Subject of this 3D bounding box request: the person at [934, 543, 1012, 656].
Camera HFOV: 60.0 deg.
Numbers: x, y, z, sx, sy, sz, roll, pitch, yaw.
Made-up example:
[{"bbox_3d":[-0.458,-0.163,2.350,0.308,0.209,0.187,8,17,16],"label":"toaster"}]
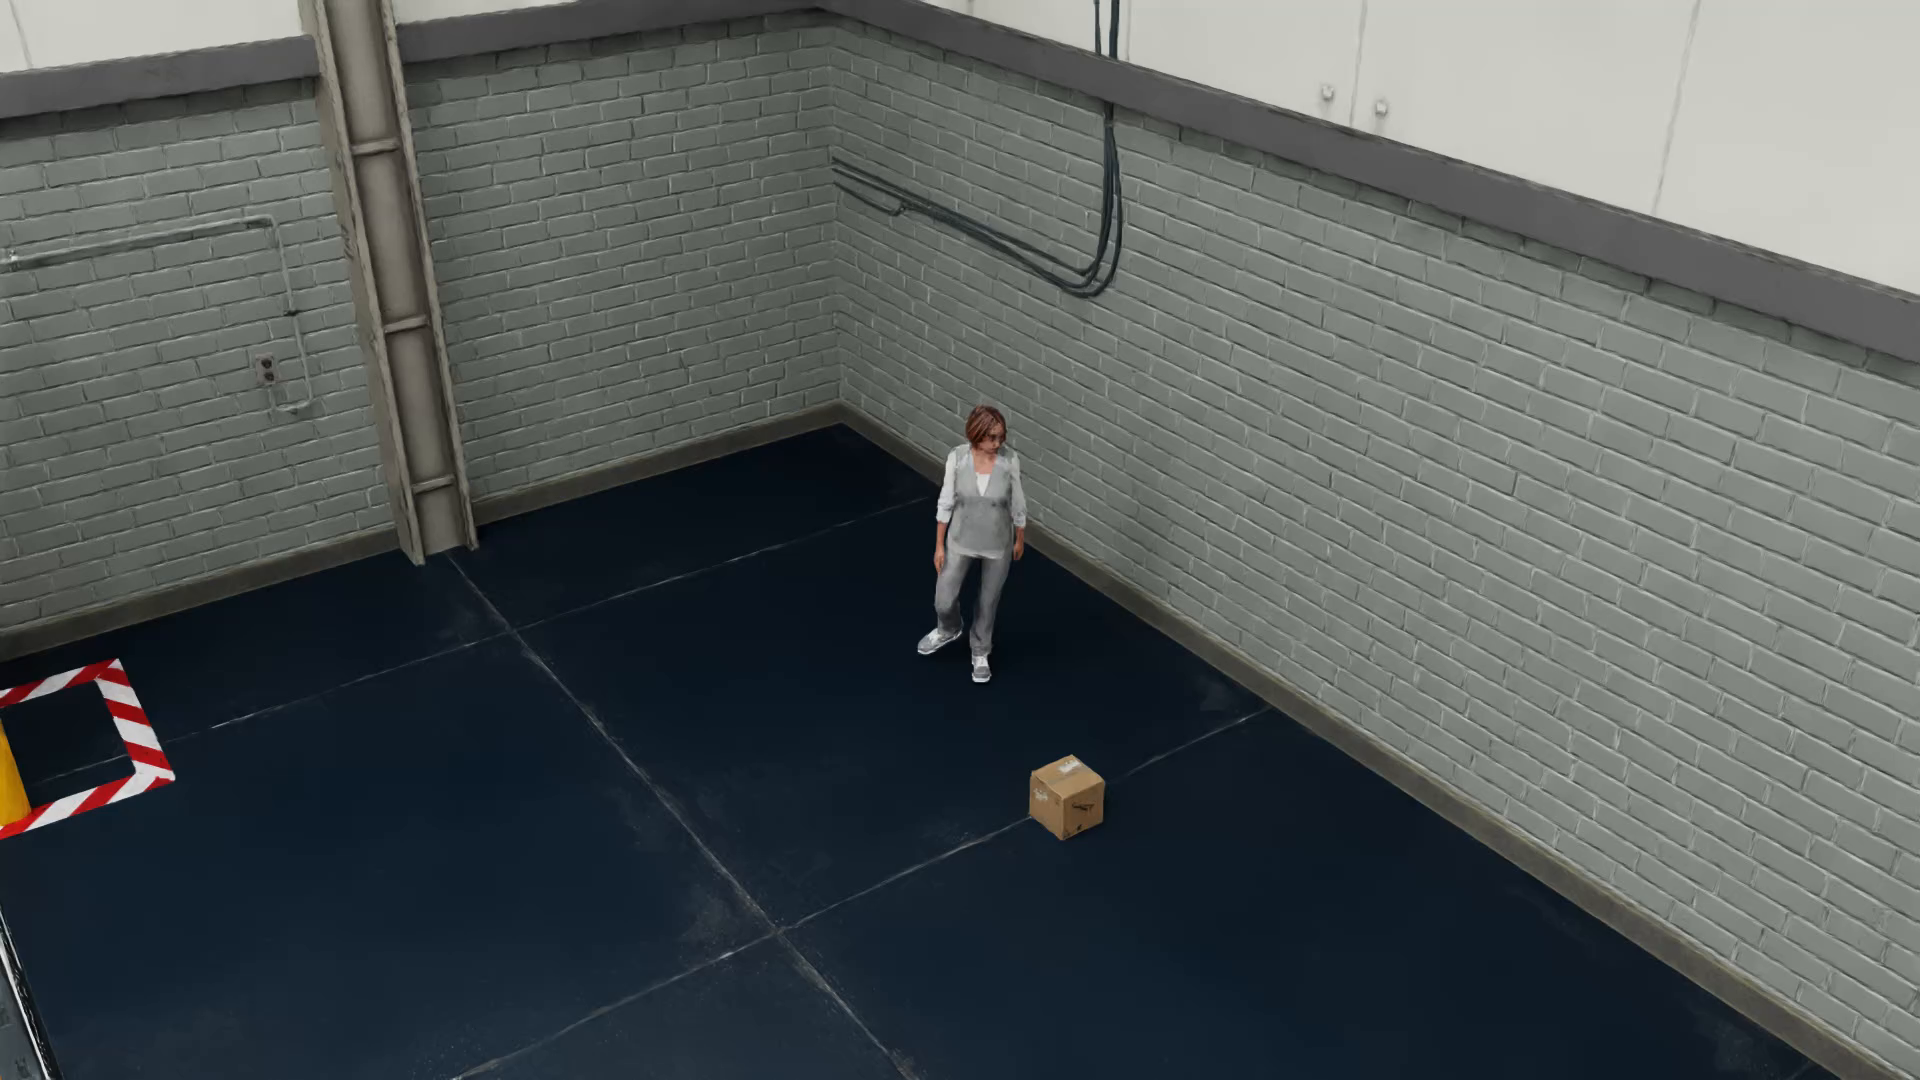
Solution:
[{"bbox_3d":[0.068,0.277,8.732,0.400,0.843,0.380,1,29,1],"label":"person"}]
